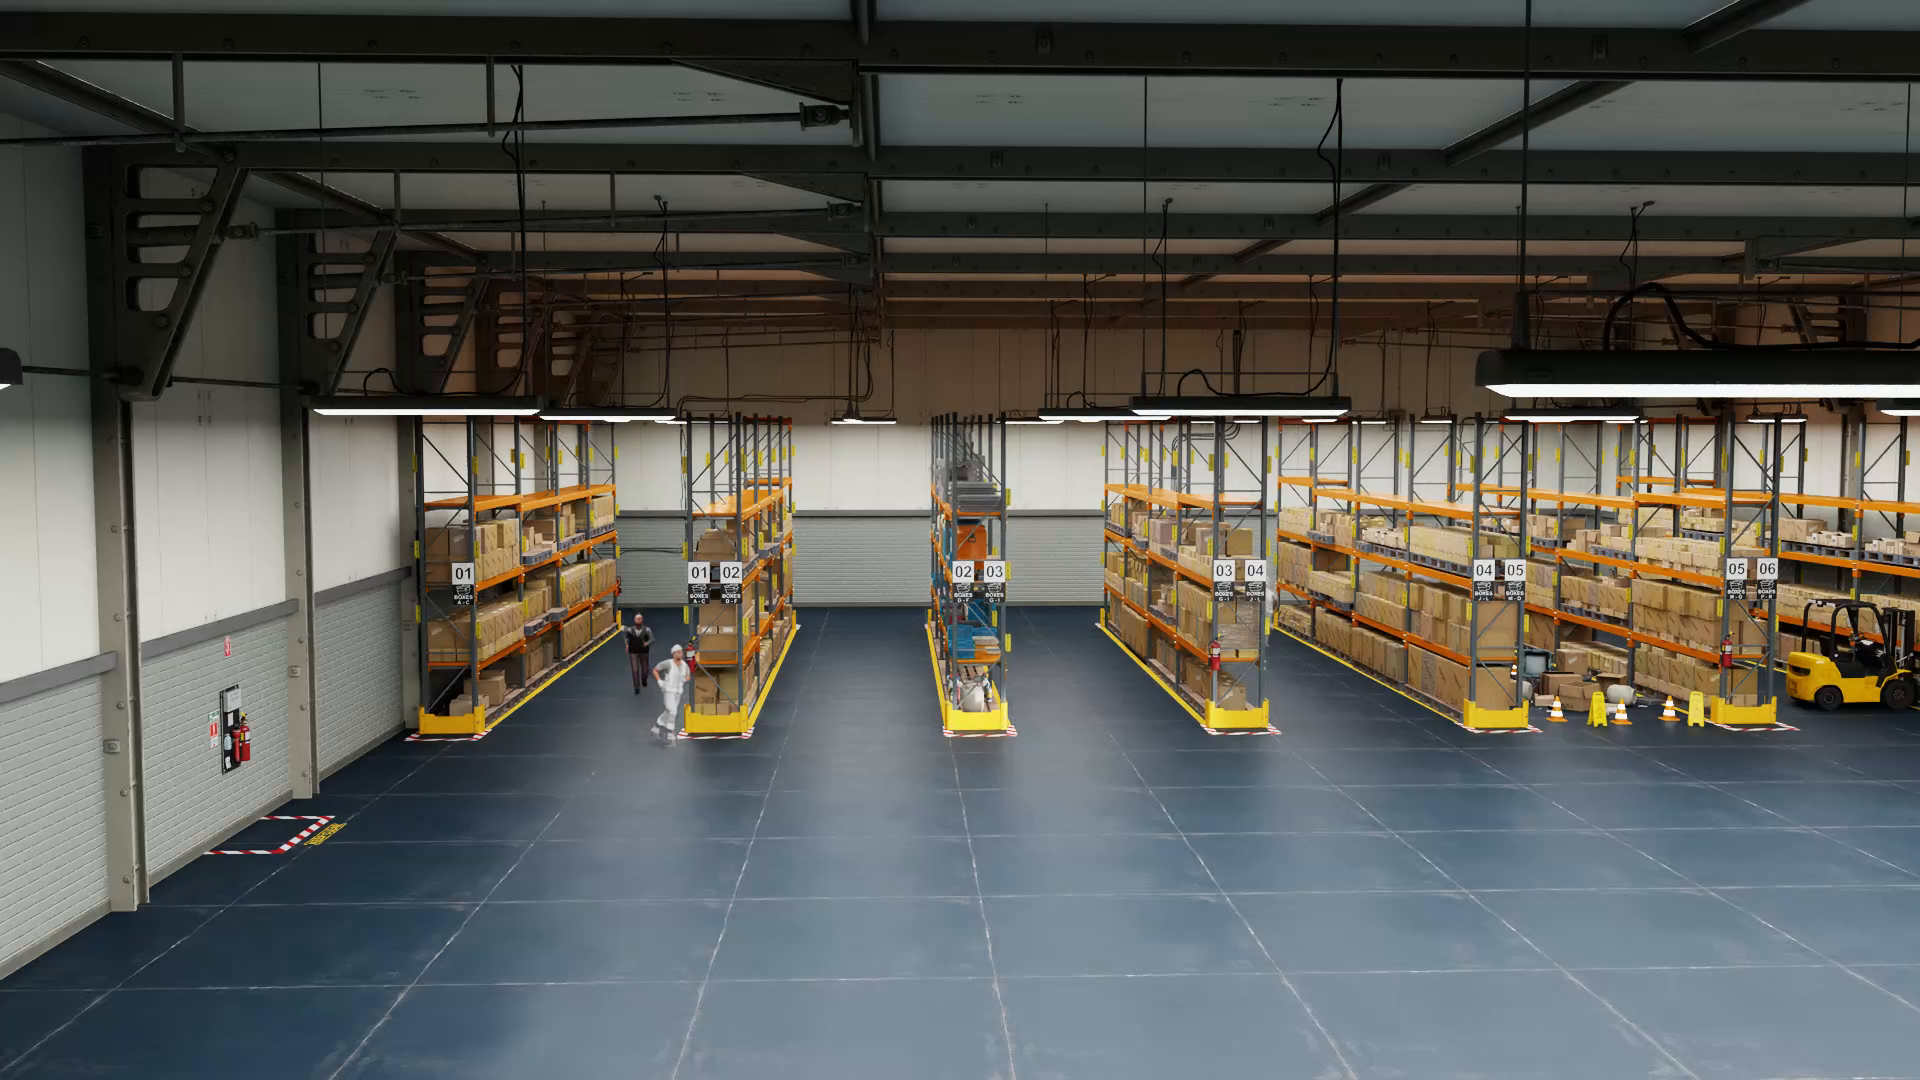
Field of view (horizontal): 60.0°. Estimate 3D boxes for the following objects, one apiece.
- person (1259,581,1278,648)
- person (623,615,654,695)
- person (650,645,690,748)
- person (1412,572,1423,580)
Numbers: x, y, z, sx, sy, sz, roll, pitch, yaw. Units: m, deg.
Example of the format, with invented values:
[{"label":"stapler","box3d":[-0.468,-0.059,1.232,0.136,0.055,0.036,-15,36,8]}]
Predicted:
[{"label":"person","box3d":[7.982,1.911,43.449,0.712,1.727,0.815,0,4,-1]},{"label":"person","box3d":[-6.913,2.448,35.762,0.668,1.687,0.803,-1,4,-10]},{"label":"person","box3d":[-5.206,2.801,30.105,0.819,1.827,0.658,3,5,40]},{"label":"person","box3d":[13.486,1.572,49.285,0.836,1.692,0.623,0,4,7]}]
